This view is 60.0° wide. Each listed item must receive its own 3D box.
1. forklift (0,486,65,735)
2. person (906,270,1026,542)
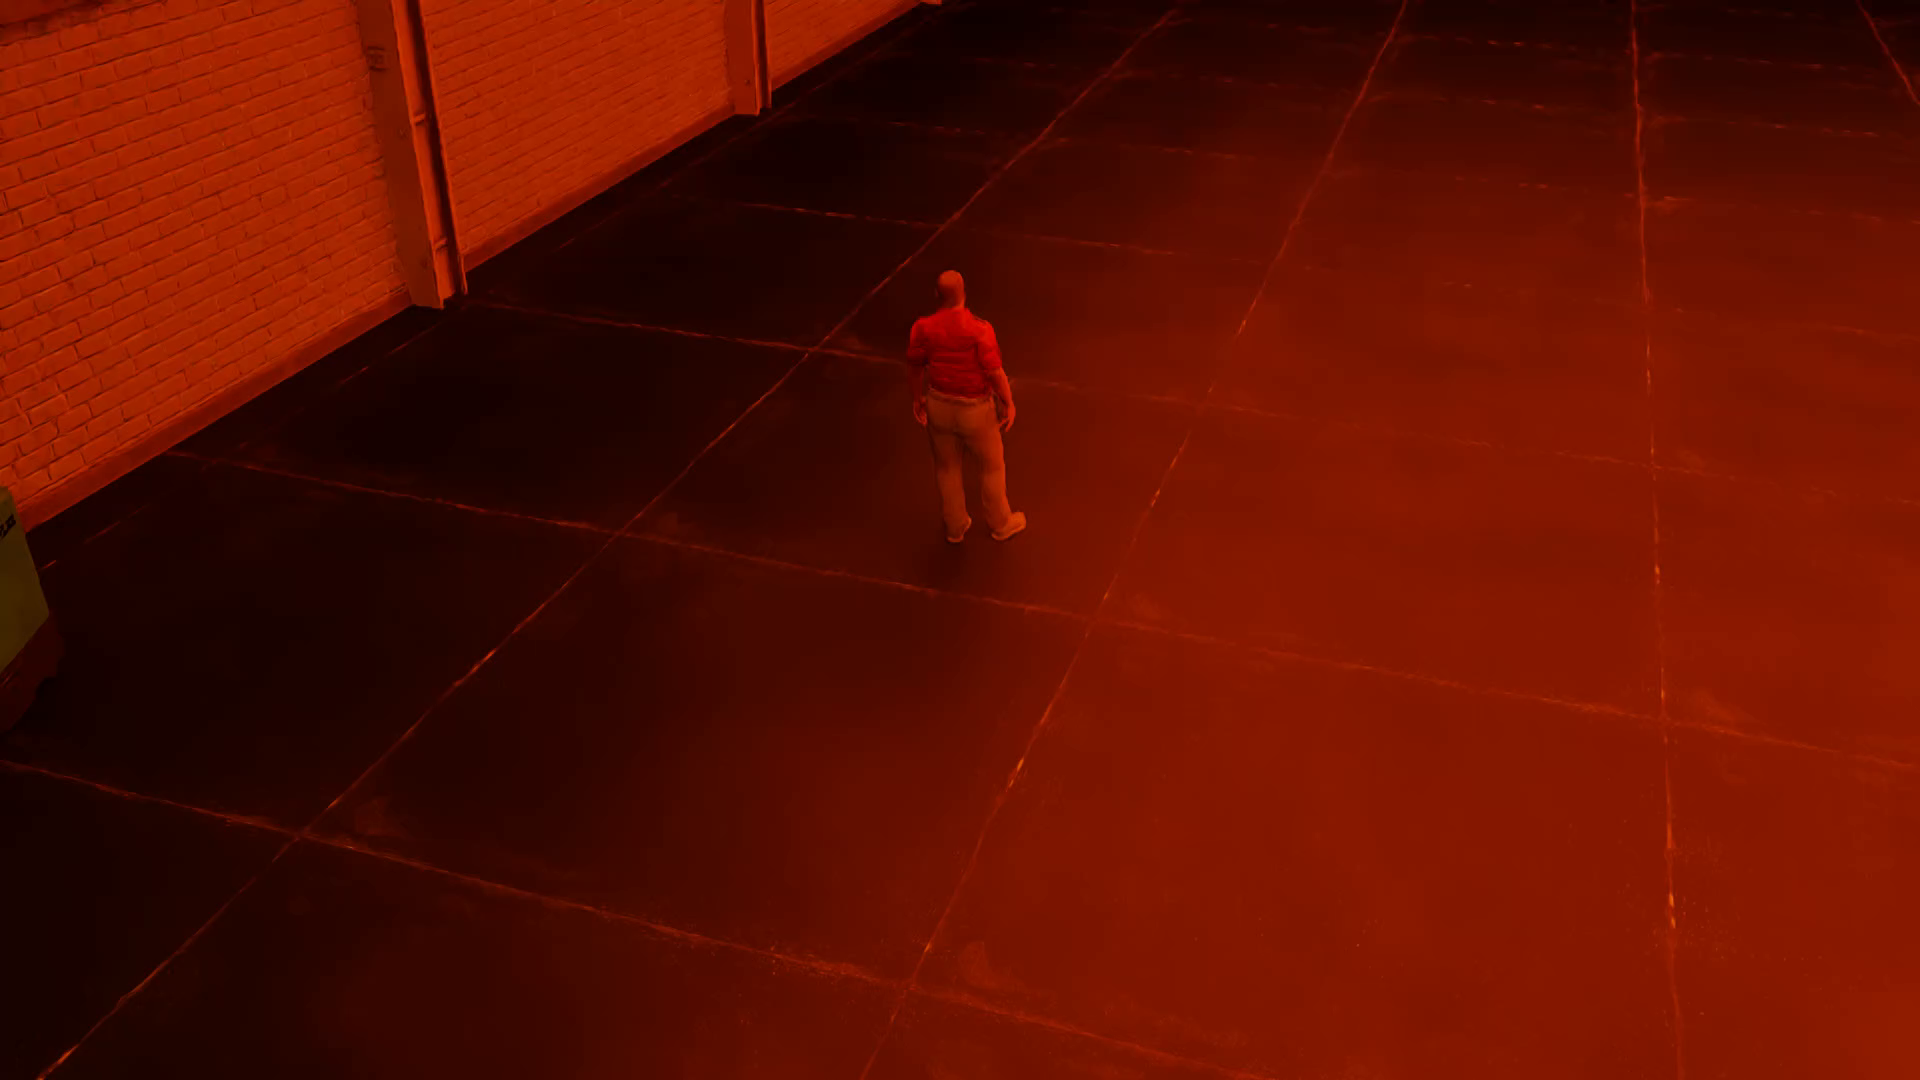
[{"bbox_3d":[-5.280,0.107,6.949,1.130,2.935,3.031,-1,30,-1],"label":"forklift"},{"bbox_3d":[0.040,-0.798,9.735,0.640,1.726,0.550,10,31,16],"label":"person"}]
